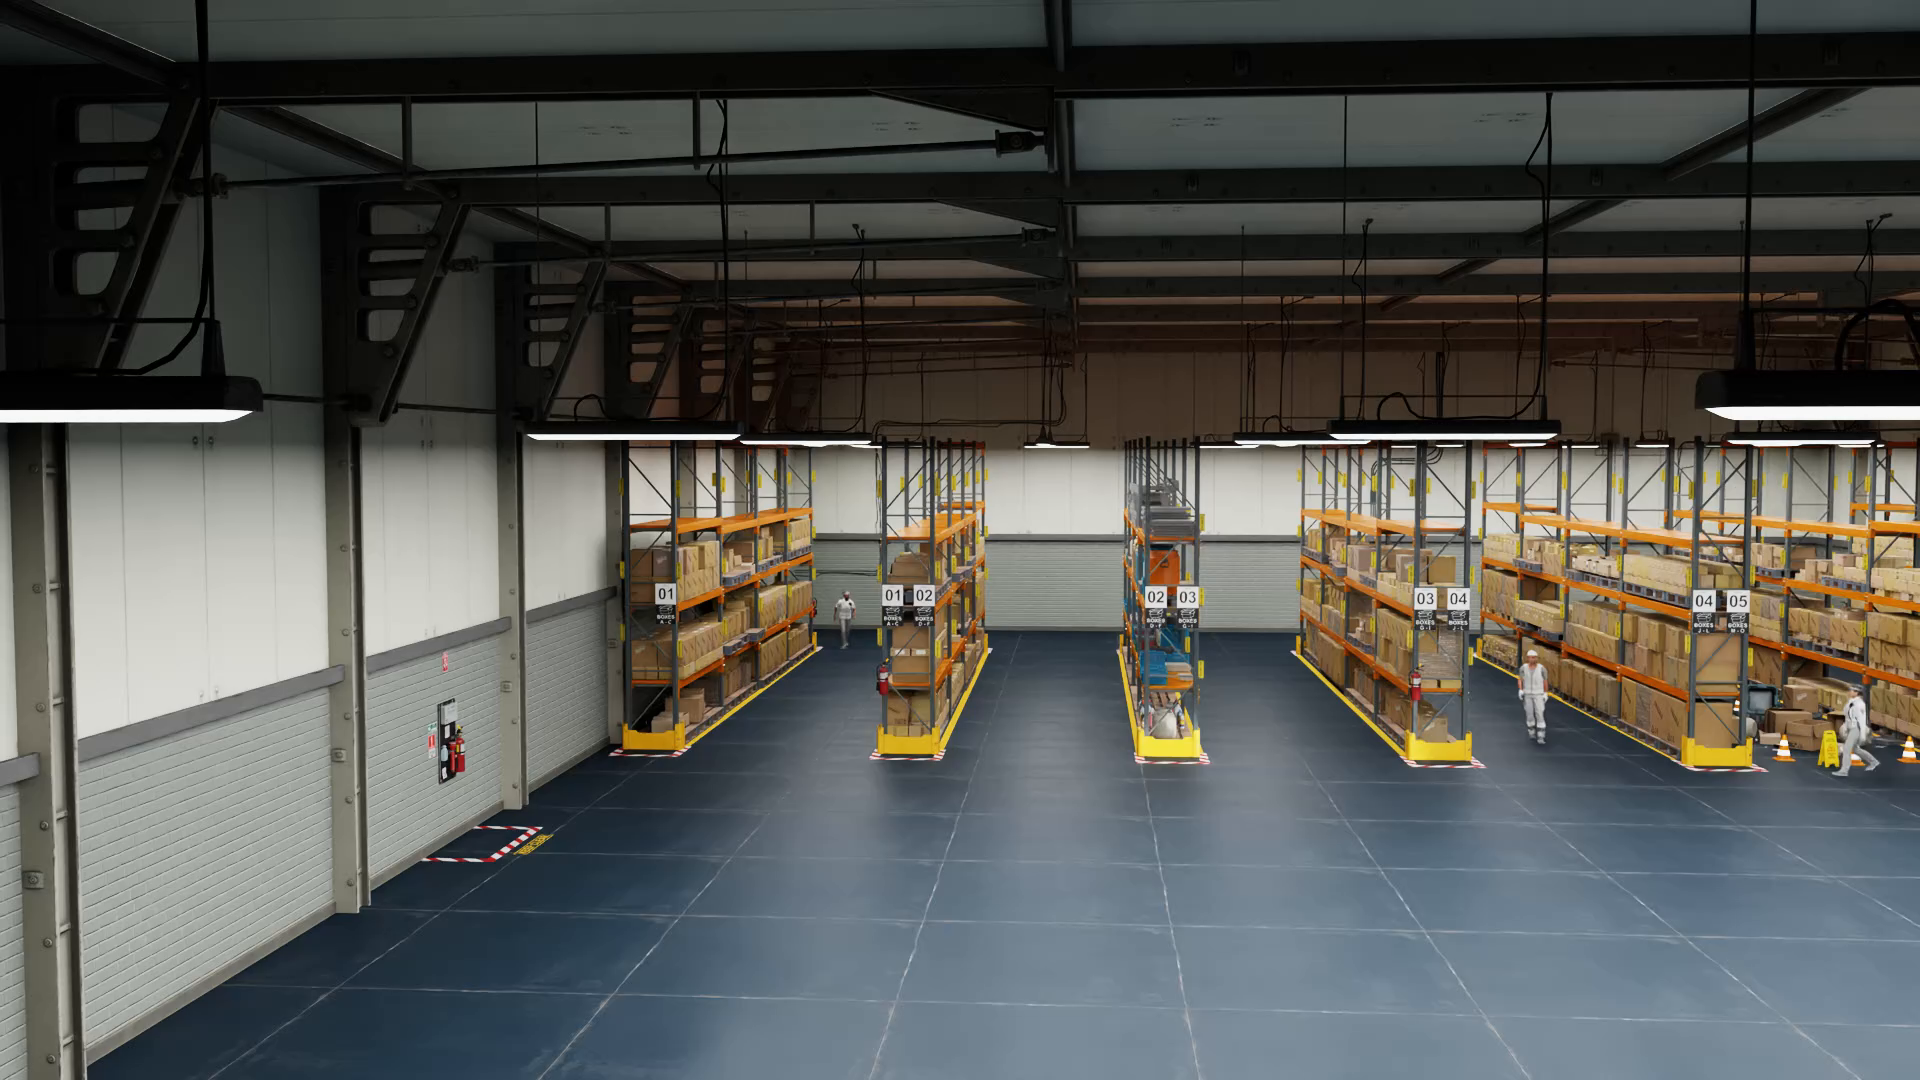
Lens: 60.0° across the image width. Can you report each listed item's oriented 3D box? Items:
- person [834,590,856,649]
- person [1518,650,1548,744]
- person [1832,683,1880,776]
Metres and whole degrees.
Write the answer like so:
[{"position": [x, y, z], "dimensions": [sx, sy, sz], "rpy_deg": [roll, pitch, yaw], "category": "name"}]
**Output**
[{"position": [-3.344, 2.300, 48.434], "dimensions": [0.622, 1.700, 0.768], "rpy_deg": [-1, 3, -18], "category": "person"}, {"position": [11.292, 3.069, 32.788], "dimensions": [0.584, 1.795, 0.665], "rpy_deg": [2, 4, 32], "category": "person"}, {"position": [15.776, 3.320, 29.208], "dimensions": [0.927, 1.642, 0.482], "rpy_deg": [0, 3, -2], "category": "person"}]
